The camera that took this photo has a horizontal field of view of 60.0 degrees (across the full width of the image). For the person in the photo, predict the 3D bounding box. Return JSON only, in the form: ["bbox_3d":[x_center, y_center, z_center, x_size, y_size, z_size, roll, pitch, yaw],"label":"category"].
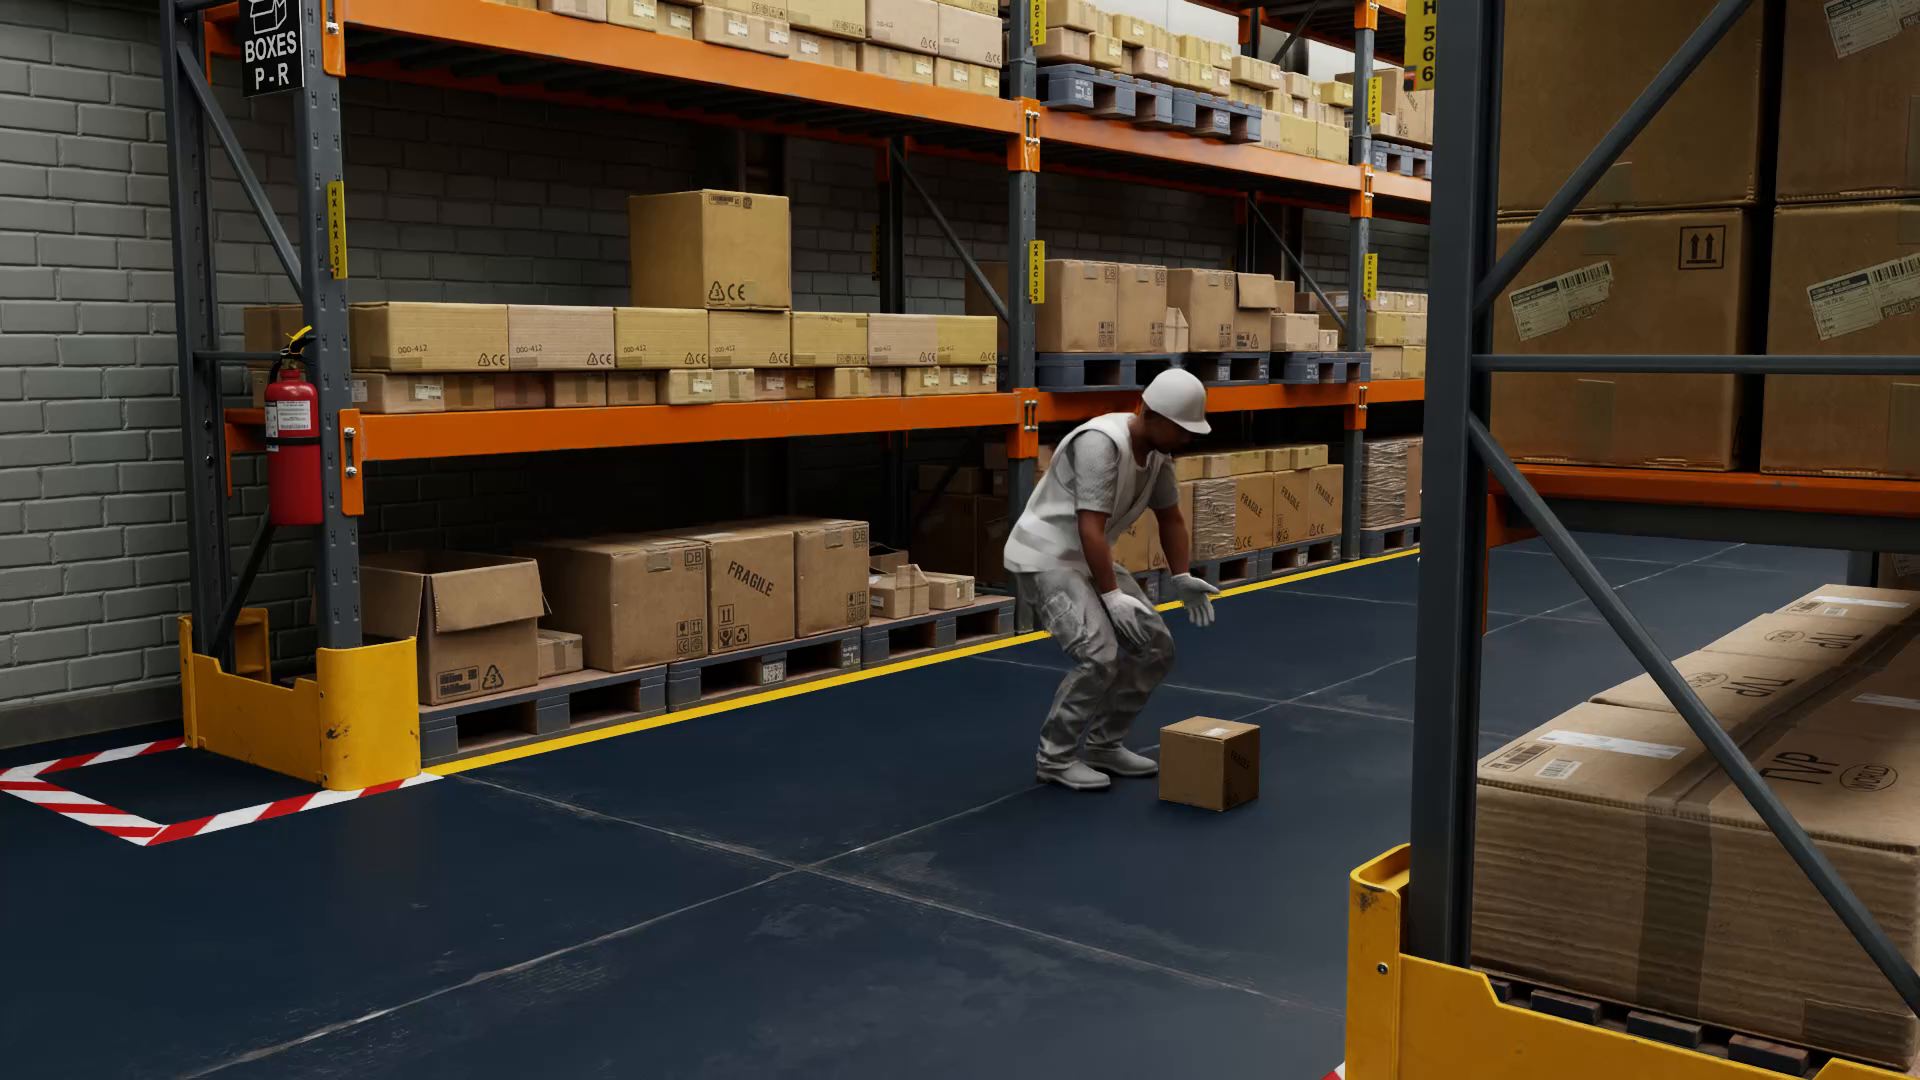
[{"bbox_3d":[0.542,0.126,5.918,0.737,1.469,0.611,5,8,39],"label":"person"}]
